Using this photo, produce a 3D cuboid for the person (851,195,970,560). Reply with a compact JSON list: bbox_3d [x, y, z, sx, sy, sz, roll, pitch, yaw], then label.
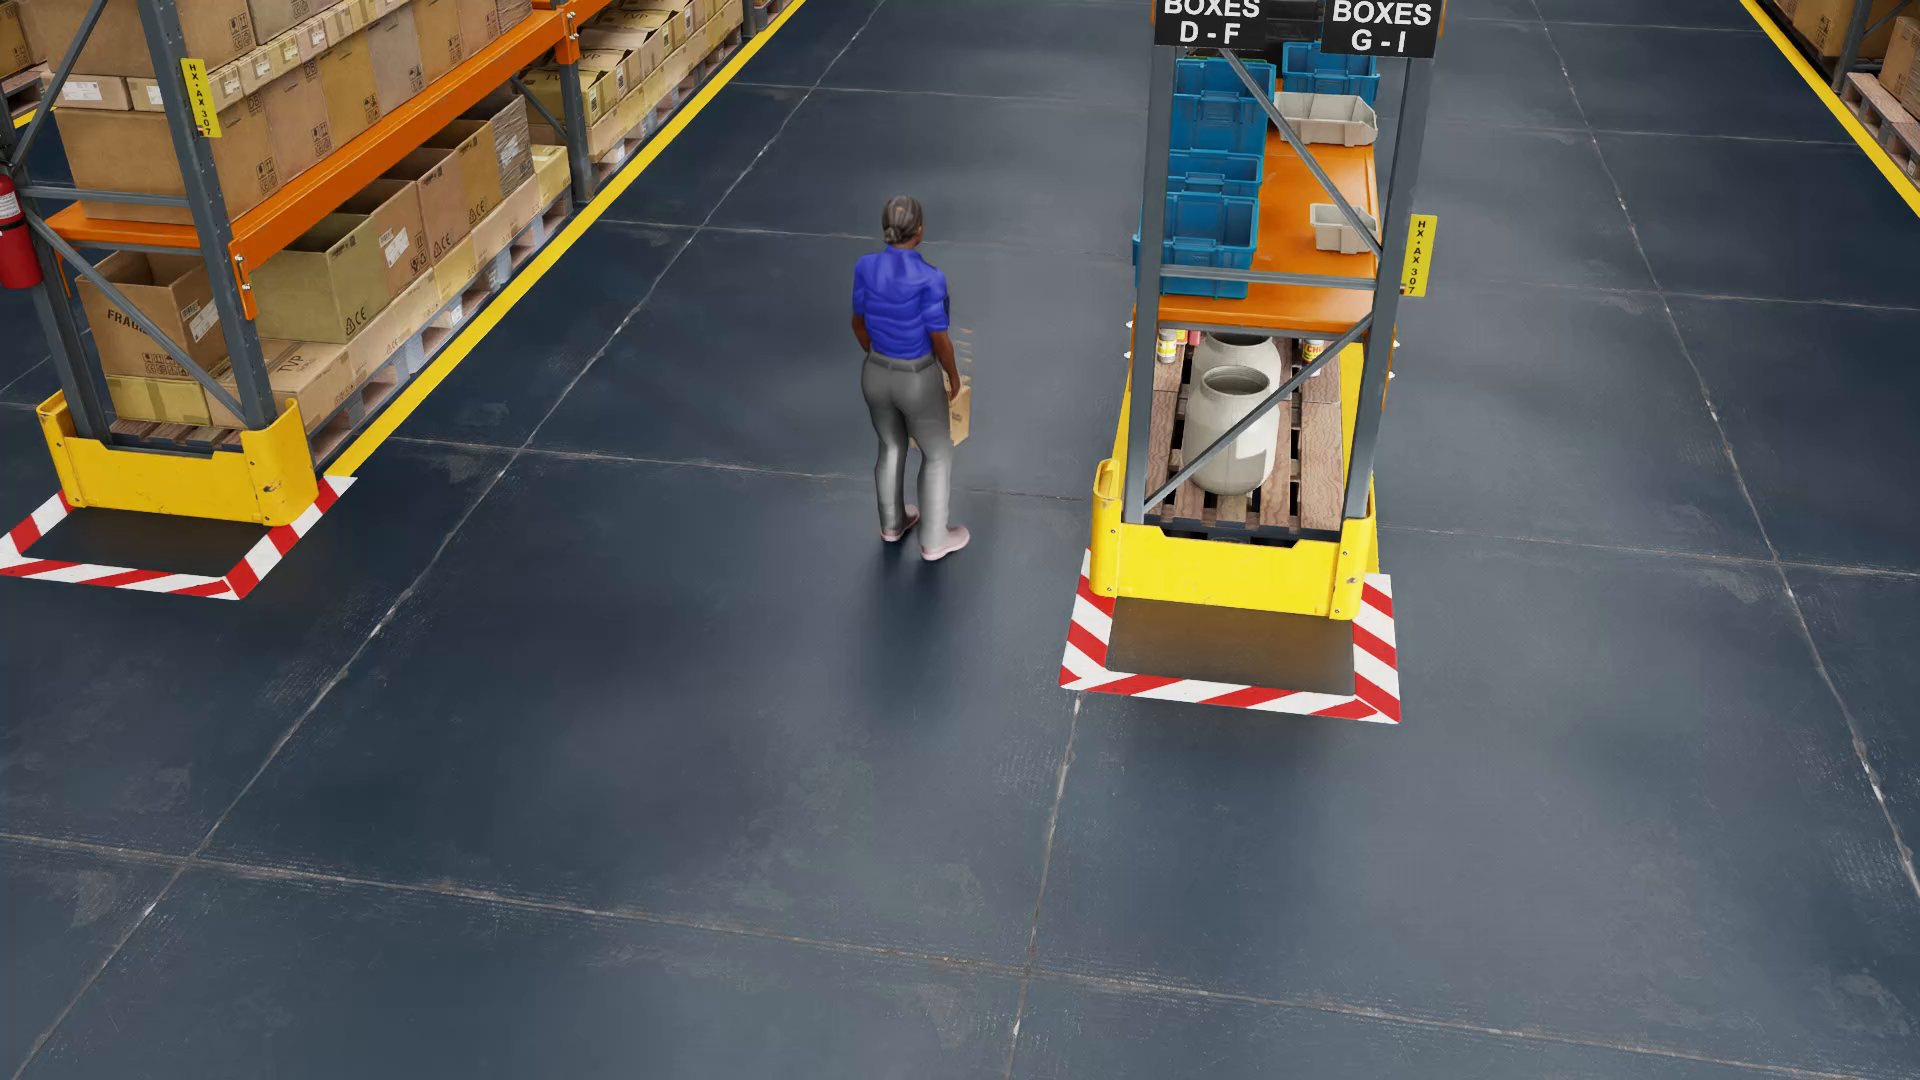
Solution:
[{"bbox_3d":[-0.216,-0.706,7.242,0.492,1.660,0.398,16,36,23],"label":"person"}]
